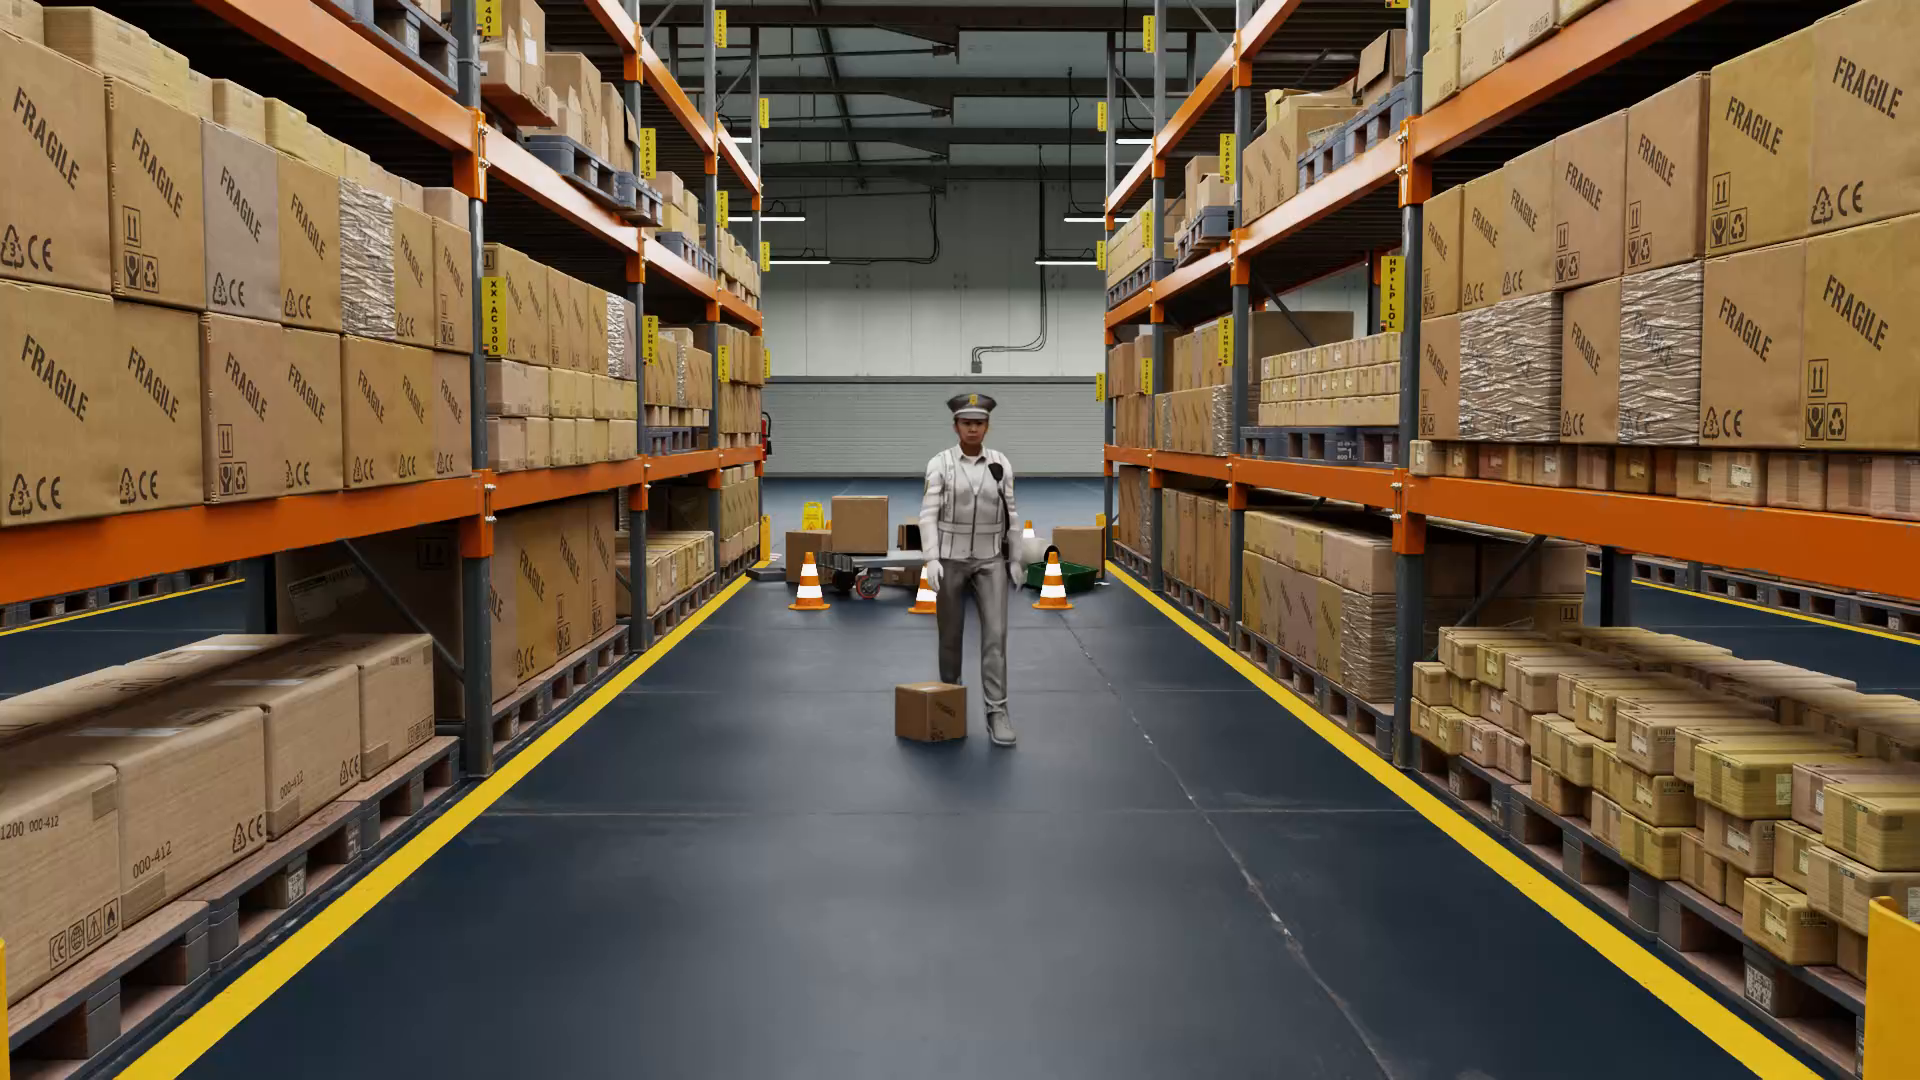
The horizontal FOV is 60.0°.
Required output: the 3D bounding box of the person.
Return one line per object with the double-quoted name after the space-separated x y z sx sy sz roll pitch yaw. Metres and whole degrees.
0.064 0.112 8.156 0.545 1.665 0.899 0 4 -7 "person"
